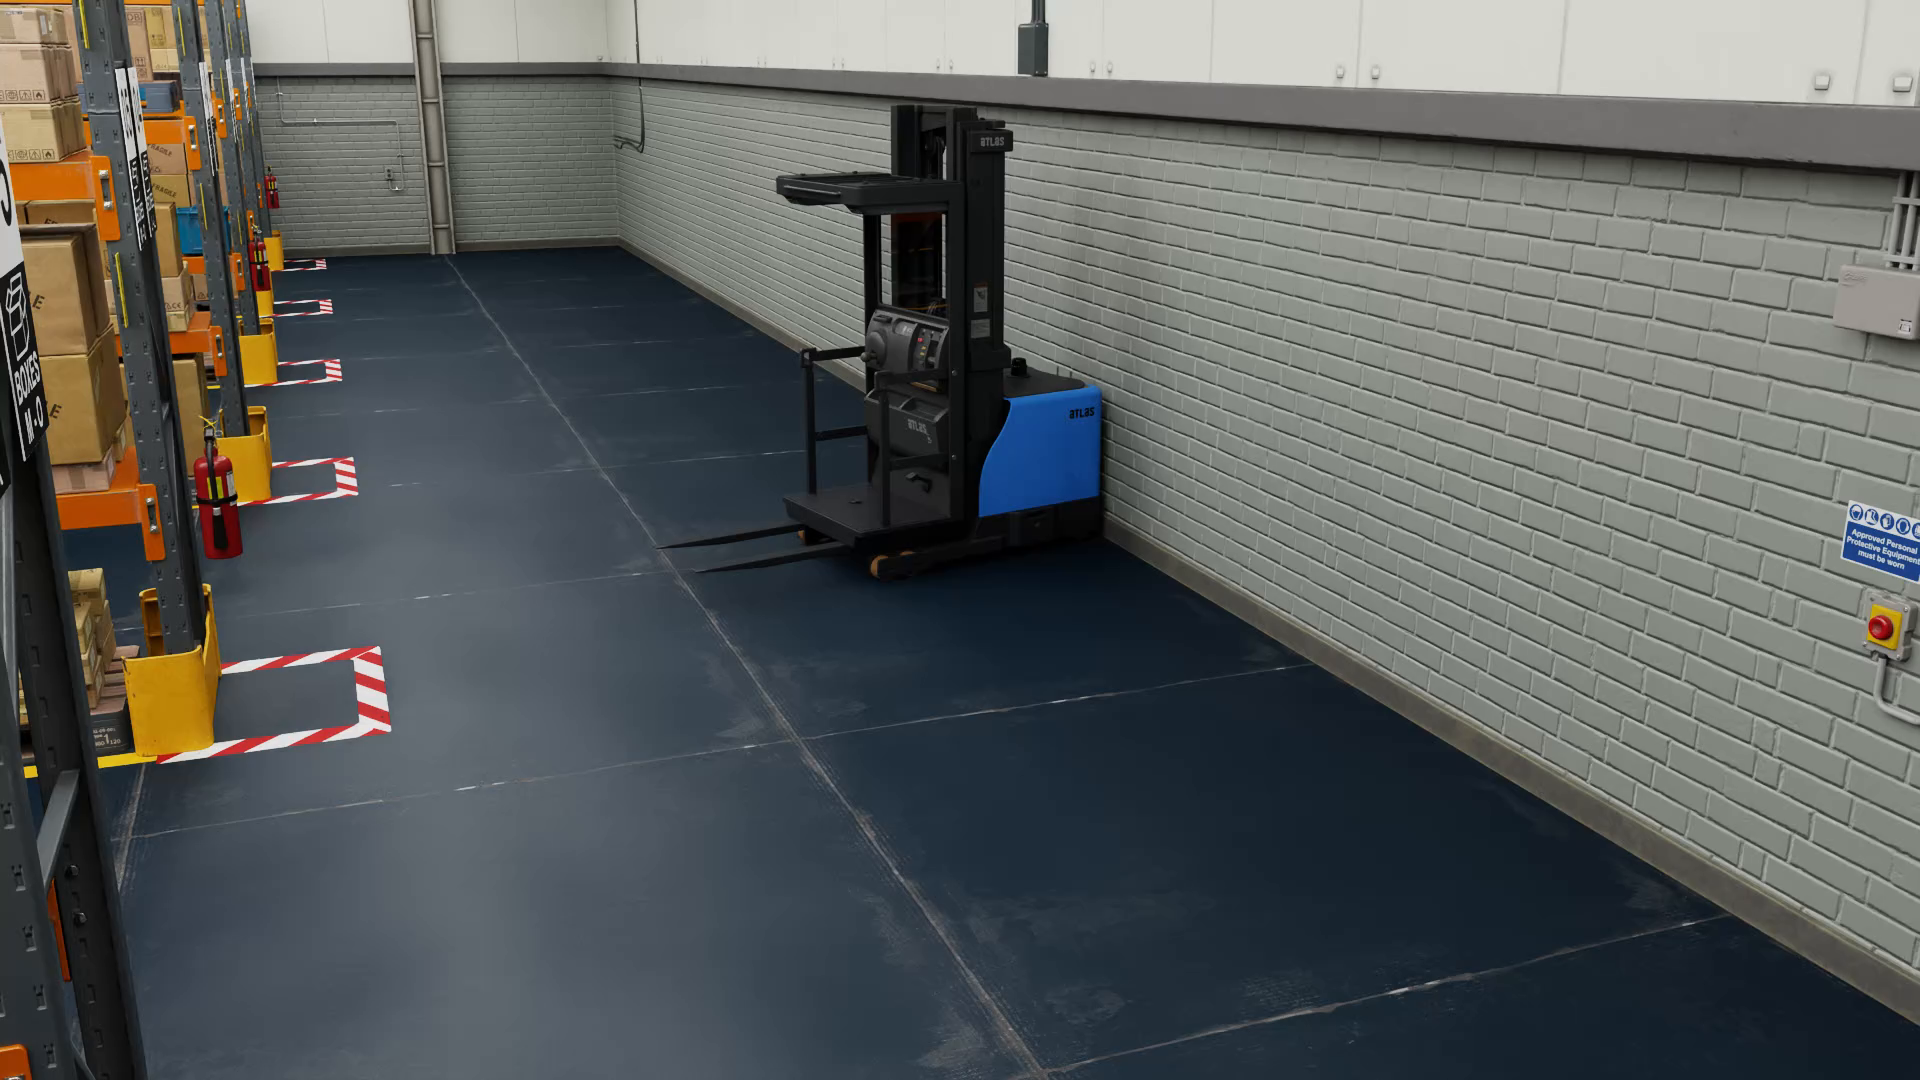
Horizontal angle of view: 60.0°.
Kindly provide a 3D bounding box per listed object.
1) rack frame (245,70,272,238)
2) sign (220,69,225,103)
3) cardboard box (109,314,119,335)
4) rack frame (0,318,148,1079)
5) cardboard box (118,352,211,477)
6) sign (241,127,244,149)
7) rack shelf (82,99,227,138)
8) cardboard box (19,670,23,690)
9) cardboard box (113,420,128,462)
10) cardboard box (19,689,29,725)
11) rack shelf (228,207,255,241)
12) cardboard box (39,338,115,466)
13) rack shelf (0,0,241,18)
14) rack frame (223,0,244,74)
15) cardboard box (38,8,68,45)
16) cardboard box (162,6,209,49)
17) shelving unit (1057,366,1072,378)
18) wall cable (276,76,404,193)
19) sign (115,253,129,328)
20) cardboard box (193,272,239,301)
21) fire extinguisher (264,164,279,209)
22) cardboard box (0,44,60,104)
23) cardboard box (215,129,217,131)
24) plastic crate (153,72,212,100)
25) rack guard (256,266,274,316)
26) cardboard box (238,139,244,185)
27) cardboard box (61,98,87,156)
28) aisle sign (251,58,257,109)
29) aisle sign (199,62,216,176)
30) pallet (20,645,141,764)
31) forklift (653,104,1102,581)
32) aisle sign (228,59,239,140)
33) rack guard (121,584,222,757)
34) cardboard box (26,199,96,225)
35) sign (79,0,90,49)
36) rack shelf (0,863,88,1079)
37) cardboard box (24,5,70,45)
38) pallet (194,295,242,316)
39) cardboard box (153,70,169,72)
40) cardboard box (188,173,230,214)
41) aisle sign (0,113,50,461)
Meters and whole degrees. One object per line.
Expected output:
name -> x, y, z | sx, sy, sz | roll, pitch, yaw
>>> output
rack frame -> -10.949, -5.789, 25.988 | 0.127, 3.000, 1.000 | -6, 17, -20
sign -> -7.192, -4.428, 16.217 | 0.005, 0.325, 0.100 | -6, 17, -20
cardboard box -> -6.089, -1.610, 12.202 | 0.250, 0.149, 0.380 | -6, 17, -20
rack frame -> -2.086, 0.728, 3.795 | 0.127, 3.000, 1.000 | -6, 17, -20
cardboard box -> -6.201, -0.976, 12.623 | 0.875, 0.875, 0.875 | -6, 17, -20
sign -> -8.993, -5.045, 20.840 | 0.005, 0.325, 0.100 | -6, 17, -20
rack shelf -> -9.272, -4.075, 16.104 | 4.000, 0.370, 1.077 | -6, 17, -20
cardboard box -> -4.606, 0.600, 8.018 | 0.250, 0.149, 0.380 | -7, 18, -21
cardboard box -> -4.371, -0.497, 8.414 | 0.250, 0.149, 0.380 | -6, 18, -21
cardboard box -> -4.572, 0.763, 7.992 | 0.250, 0.149, 0.380 | -6, 17, -18
rack shelf -> -11.041, -3.939, 20.966 | 4.000, 0.370, 1.077 | -6, 17, -20
cardboard box -> -4.279, -0.642, 7.755 | 0.500, 0.500, 0.500 | -6, 17, -19
rack shelf -> -12.817, -7.929, 24.614 | 4.000, 0.370, 1.077 | -6, 17, -20
rack frame -> -9.173, -7.365, 20.706 | 0.127, 3.000, 1.000 | -6, 17, -20
cardboard box -> -6.667, -3.525, 11.853 | 0.500, 0.500, 0.700 | -7, 18, -22
cardboard box -> -9.647, -6.397, 20.783 | 0.500, 0.500, 0.700 | -6, 17, -20
shelving unit -> 0.793, -0.628, 11.851 | 0.189, 1.200, 0.258 | -3, 16, -21
wall cable -> -10.092, -6.655, 27.132 | 1.851, 1.984, 0.084 | -6, 17, -20
sign -> -3.772, -1.123, 7.484 | 0.005, 0.325, 0.100 | -6, 17, -20
cardboard box -> -9.593, -3.378, 21.434 | 0.500, 0.500, 0.500 | -6, 17, -20
fire extinguisher -> -10.643, -5.467, 25.690 | 0.183, 0.674, 0.296 | -6, 17, -20
cardboard box -> -4.291, -2.058, 7.338 | 0.500, 0.250, 0.500 | -7, 18, -22
cardboard box -> -9.682, -5.039, 21.480 | 0.500, 0.500, 0.500 | -6, 17, -18
plastic crate -> -7.863, -4.594, 16.825 | 0.590, 0.269, 0.497 | -6, 17, -20
rack guard -> -9.244, -3.279, 21.877 | 0.348, 0.500, 1.175 | -6, 17, -20
cardboard box -> -11.422, -5.879, 25.762 | 0.700, 0.700, 0.980 | -5, 17, -18
cardboard box -> -4.462, -1.953, 7.869 | 0.500, 0.250, 0.500 | -6, 17, -18
aisle sign -> -10.775, -6.965, 25.378 | 0.004, 0.787, 0.394 | -6, 17, -20
aisle sign -> -5.457, -3.055, 12.064 | 0.004, 0.787, 0.394 | -6, 17, -20
pallet -> -4.794, 0.854, 8.315 | 1.213, 0.211, 1.003 | -6, 17, -20
forklift -> -0.526, -1.309, 10.855 | 3.031, 2.935, 1.130 | -10, 19, -32
aisle sign -> -7.443, -4.515, 17.037 | 0.004, 0.787, 0.394 | -6, 17, -20
rack guard -> -4.022, 0.643, 8.522 | 0.348, 0.500, 1.175 | -6, 17, -20
cardboard box -> -6.644, -2.282, 12.453 | 0.500, 0.500, 0.500 | -7, 18, -21
sign -> -3.772, -2.280, 7.144 | 0.005, 0.325, 0.100 | -6, 17, -20
rack shelf -> -3.953, 1.275, 3.210 | 4.000, 0.370, 1.077 | -6, 17, -20
cardboard box -> -11.073, -6.264, 20.331 | 0.500, 0.500, 0.700 | -6, 17, -20
pallet -> -9.988, -3.060, 21.644 | 1.213, 0.211, 1.003 | -6, 17, -20
cardboard box -> -10.029, -5.685, 20.575 | 0.500, 0.250, 0.500 | -6, 17, -20
cardboard box -> -9.494, -4.417, 21.140 | 0.500, 0.500, 0.500 | -6, 17, -18
aisle sign -> -2.122, -0.603, 3.714 | 0.004, 0.787, 0.394 | -6, 17, -20
